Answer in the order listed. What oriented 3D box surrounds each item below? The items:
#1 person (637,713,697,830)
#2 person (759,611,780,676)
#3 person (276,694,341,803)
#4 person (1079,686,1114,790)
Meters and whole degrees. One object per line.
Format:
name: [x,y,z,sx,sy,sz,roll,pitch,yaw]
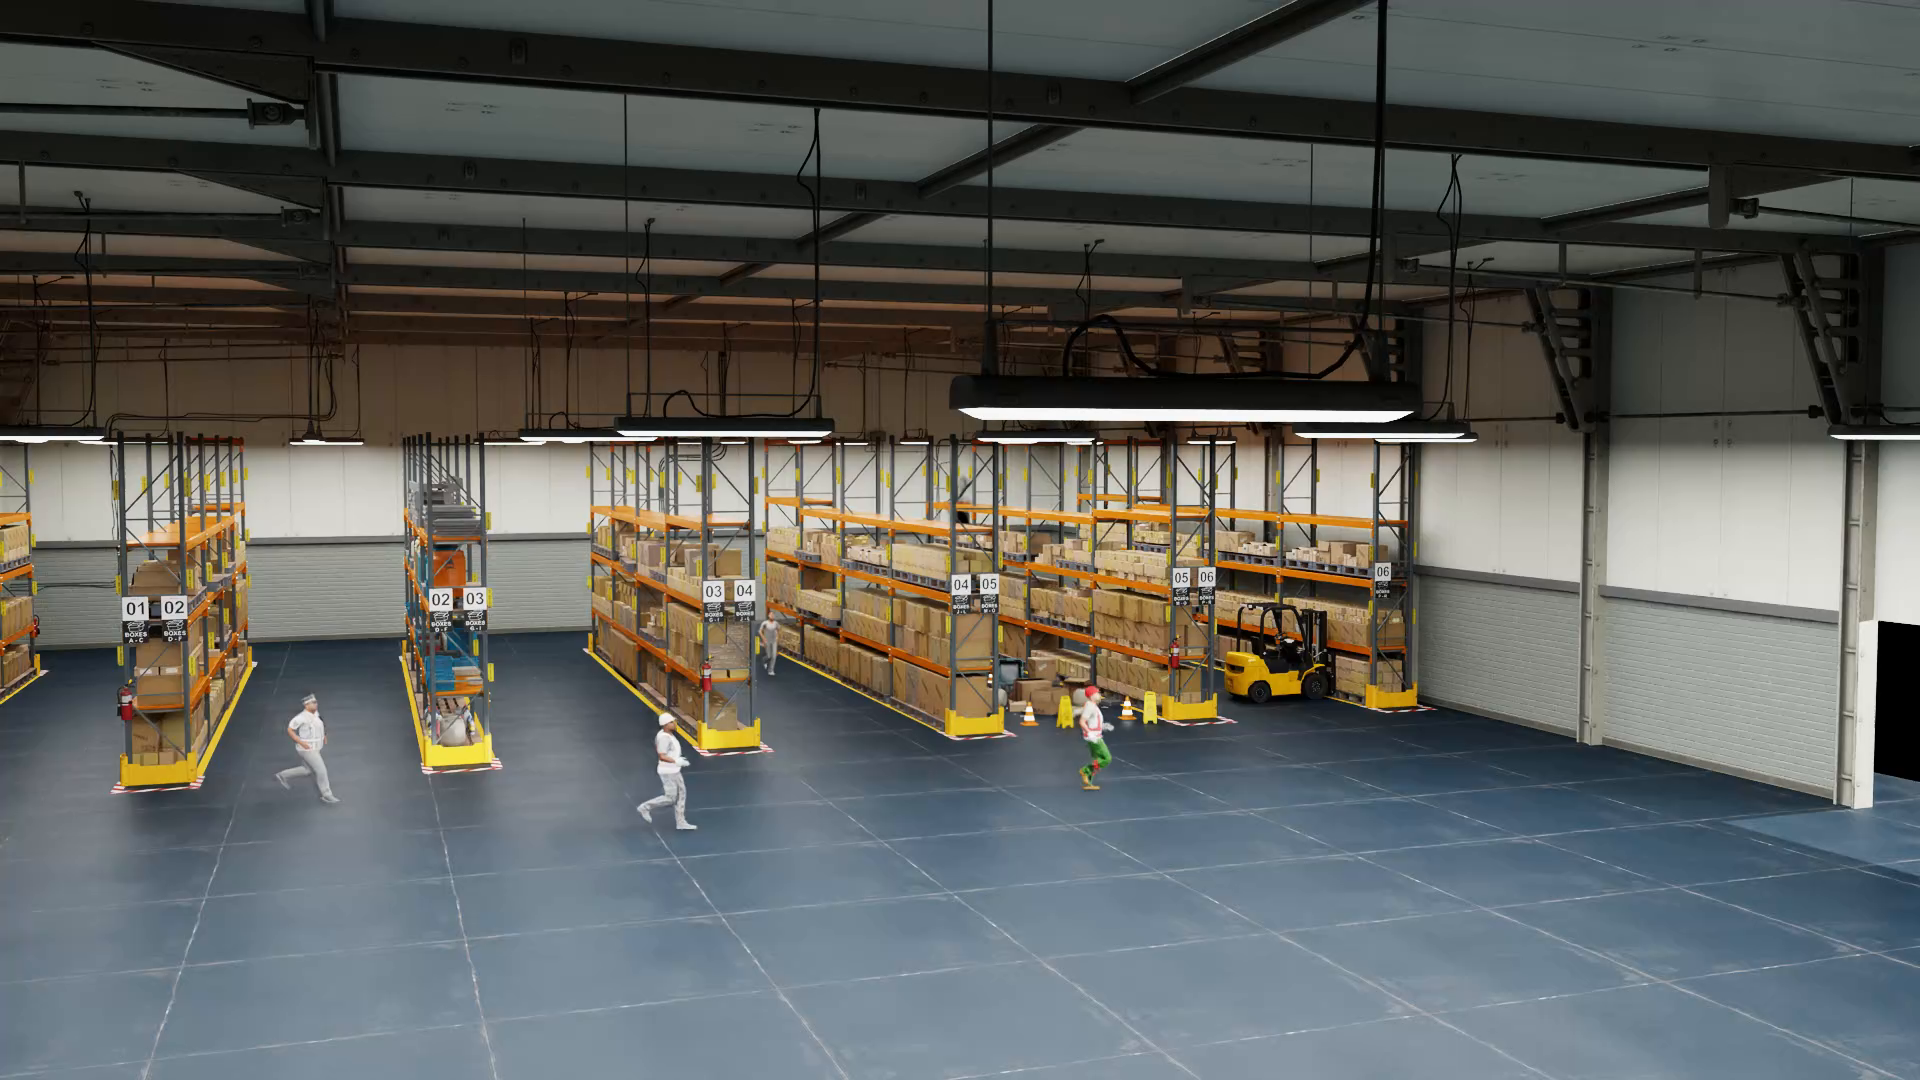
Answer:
person: [-4.375,3.463,24.832,0.878,1.766,0.681,0,3,-4]
person: [-4.804,2.591,42.065,0.563,1.631,0.660,-1,3,-23]
person: [-10.550,3.379,26.893,1.095,1.801,0.628,0,3,-1]
person: [2.275,3.306,27.751,0.581,1.740,0.652,0,3,5]
